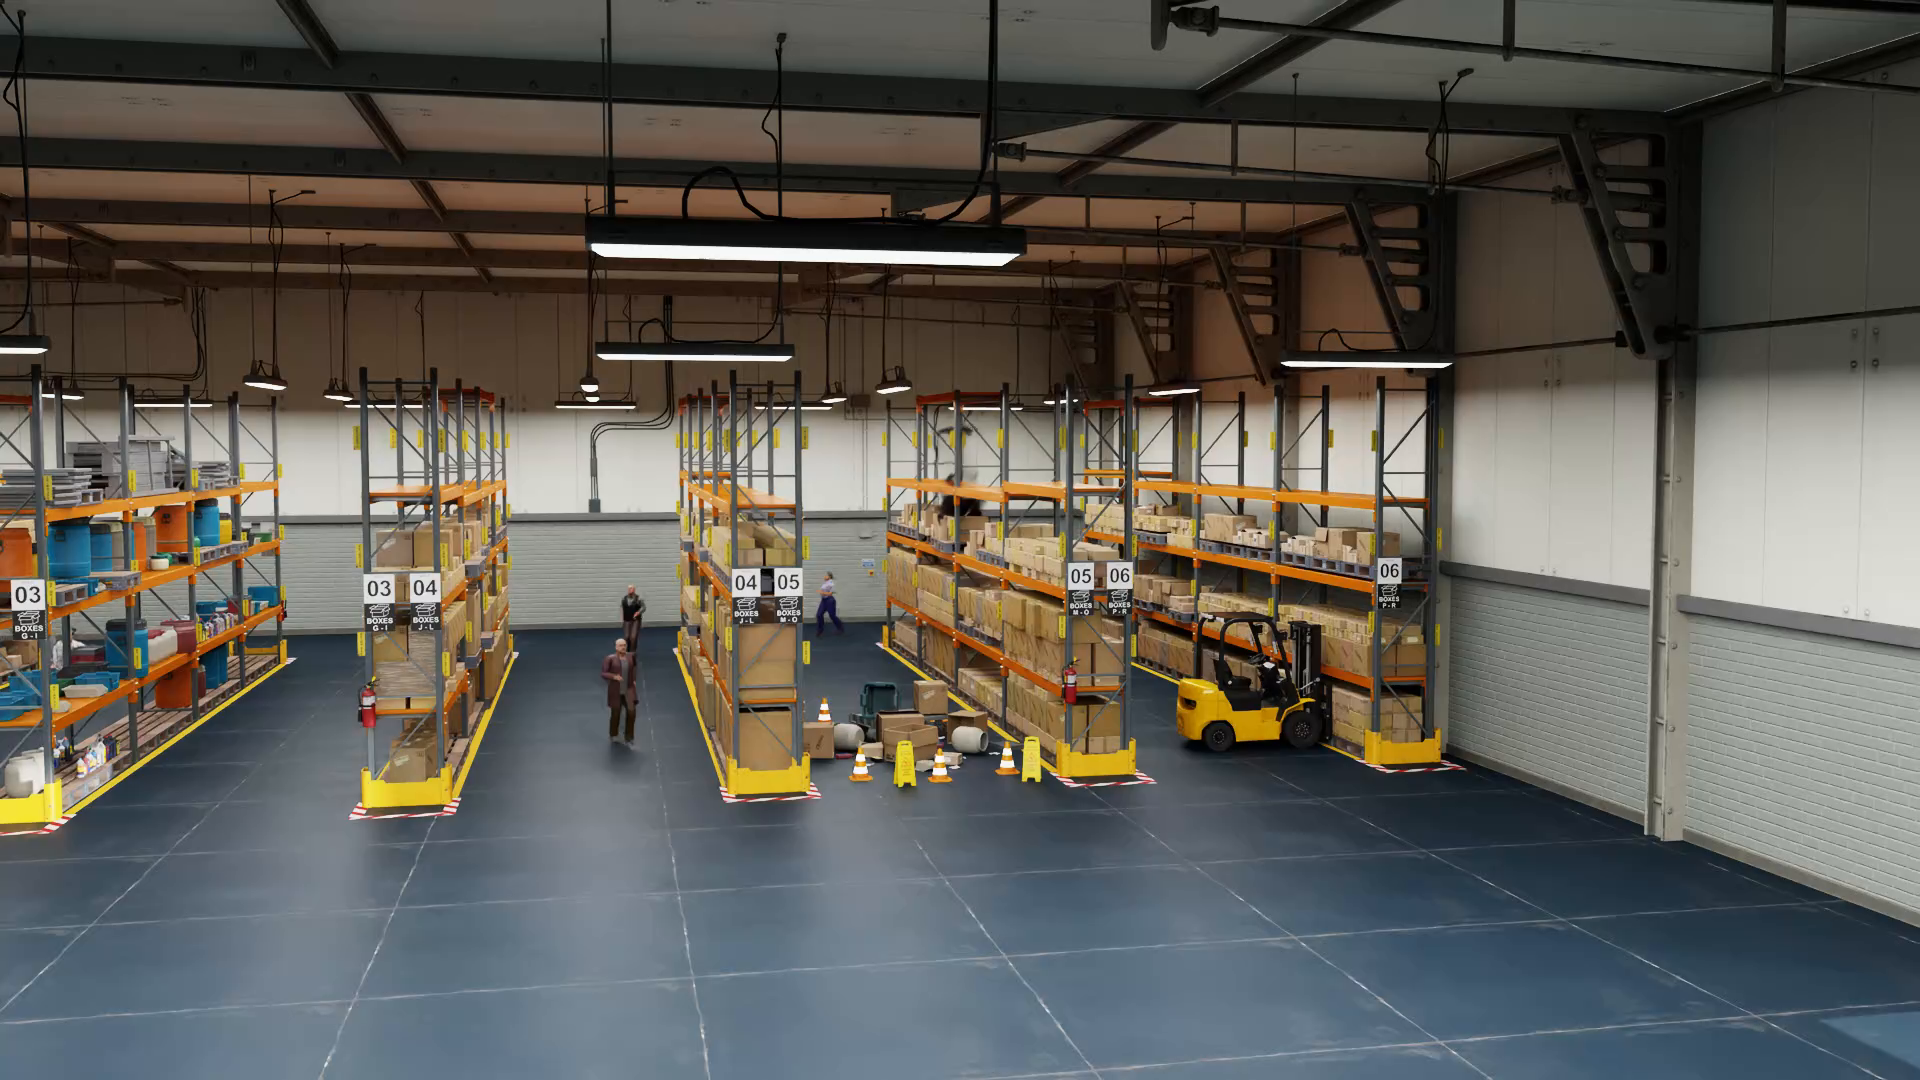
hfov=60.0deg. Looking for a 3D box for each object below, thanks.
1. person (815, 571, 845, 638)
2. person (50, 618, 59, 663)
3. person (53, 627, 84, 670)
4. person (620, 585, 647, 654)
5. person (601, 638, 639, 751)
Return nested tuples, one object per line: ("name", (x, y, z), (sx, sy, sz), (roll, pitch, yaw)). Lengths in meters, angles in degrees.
("person", (-3.339, 1.654, 42.499), (0.770, 1.709, 0.581), (-2, 4, -32))
("person", (-20.619, 1.987, 37.433), (0.827, 1.610, 0.567), (-1, 3, -9))
("person", (-16.006, 2.385, 29.906), (0.638, 1.709, 0.799), (-1, 3, -12))
("person", (-7.569, 1.849, 38.374), (0.651, 1.630, 0.564), (0, 3, 3))
("person", (-5.533, 2.509, 27.090), (0.640, 1.835, 0.907), (-1, 4, -23))
